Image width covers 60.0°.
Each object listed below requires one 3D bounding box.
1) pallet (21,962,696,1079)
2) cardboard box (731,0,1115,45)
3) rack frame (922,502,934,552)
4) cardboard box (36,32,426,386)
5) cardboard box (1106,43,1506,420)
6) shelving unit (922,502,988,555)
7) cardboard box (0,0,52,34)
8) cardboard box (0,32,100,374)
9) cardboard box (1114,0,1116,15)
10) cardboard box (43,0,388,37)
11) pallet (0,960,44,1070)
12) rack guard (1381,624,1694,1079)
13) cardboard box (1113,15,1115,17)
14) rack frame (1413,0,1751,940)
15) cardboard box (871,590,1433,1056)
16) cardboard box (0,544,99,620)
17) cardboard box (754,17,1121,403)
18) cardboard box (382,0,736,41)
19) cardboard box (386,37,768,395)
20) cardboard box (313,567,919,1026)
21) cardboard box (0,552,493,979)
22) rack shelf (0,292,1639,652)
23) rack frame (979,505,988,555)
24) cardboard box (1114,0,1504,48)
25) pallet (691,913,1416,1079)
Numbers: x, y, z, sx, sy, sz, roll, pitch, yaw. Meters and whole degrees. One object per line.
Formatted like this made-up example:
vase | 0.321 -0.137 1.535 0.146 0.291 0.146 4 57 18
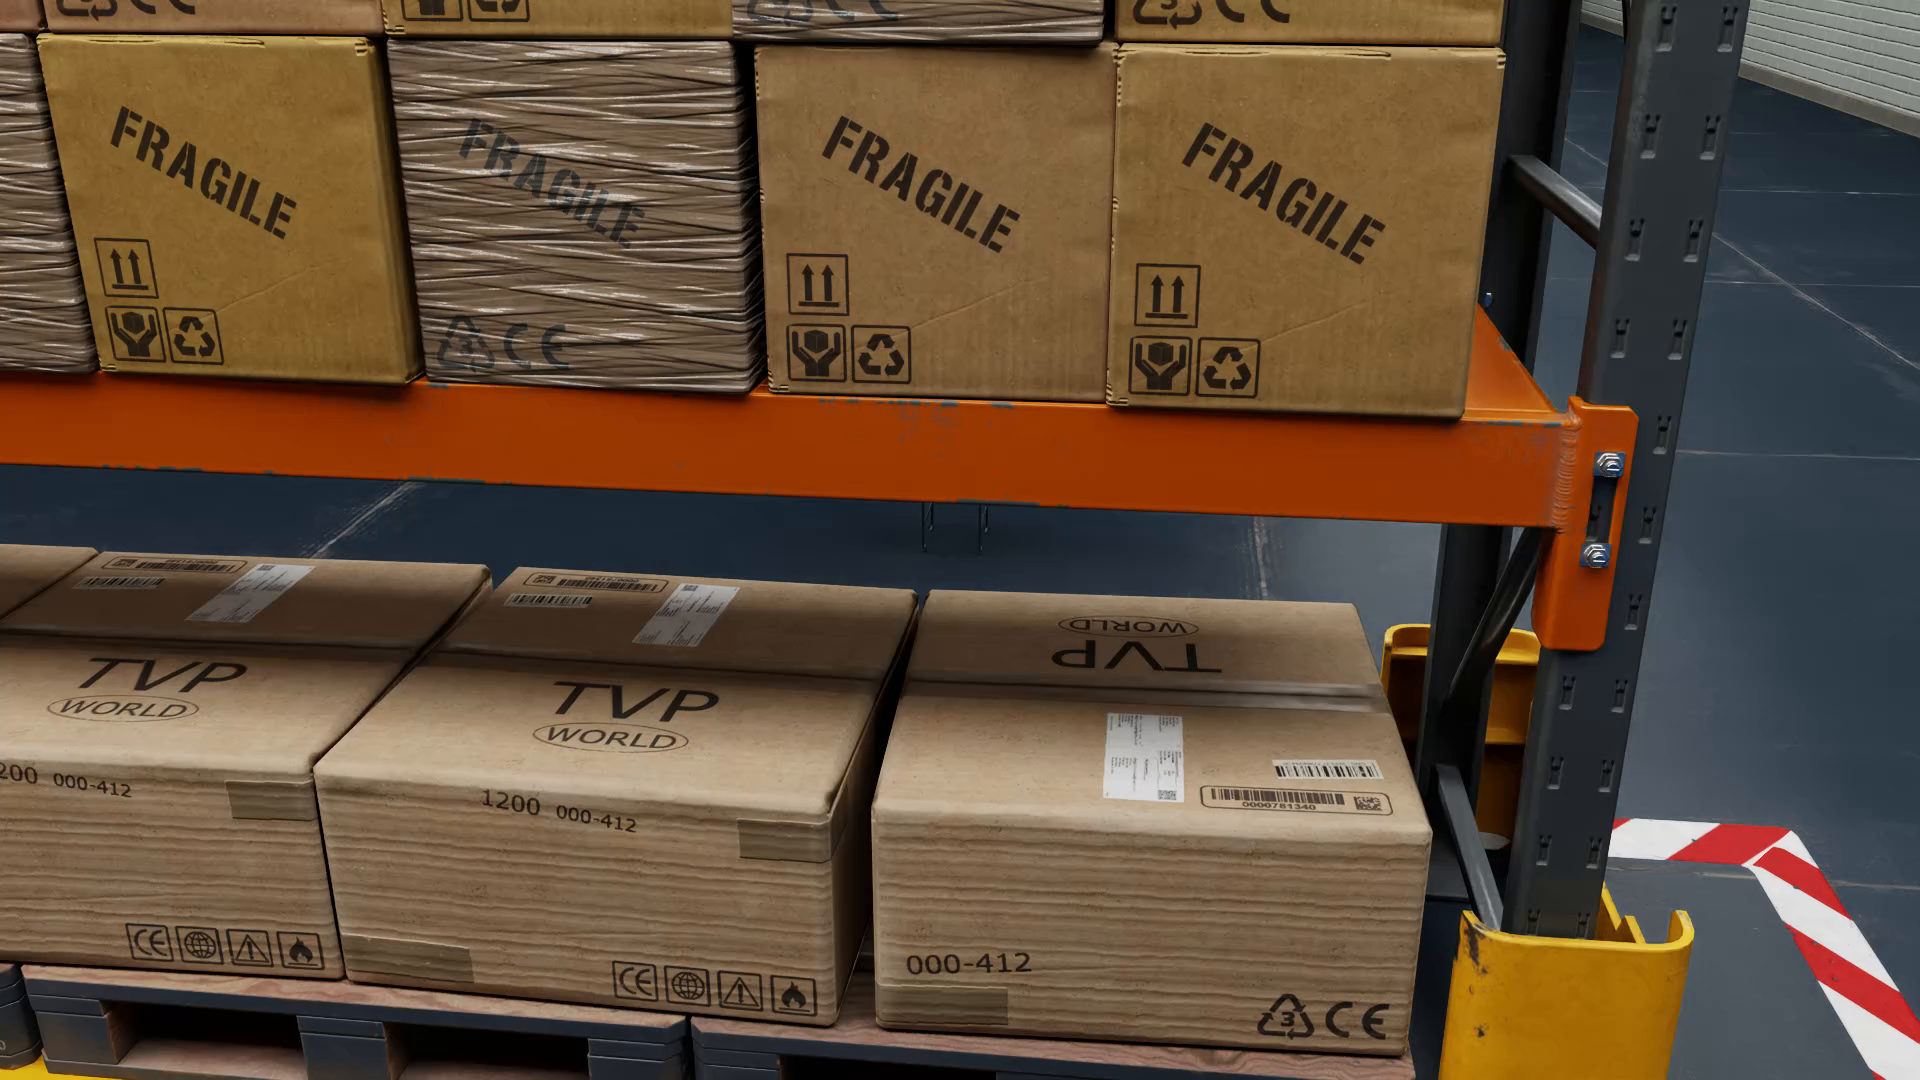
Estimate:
pallet | -1.014 0.707 3.364 1.213 0.211 1.003 2 22 6
cardboard box | -0.031 -0.987 2.361 0.500 0.500 0.500 3 22 6
rack frame | -0.105 -0.563 5.231 0.006 1.200 0.240 2 22 6
cardboard box | -1.035 -0.564 2.651 0.500 0.500 0.500 3 22 8
cardboard box | 0.488 -0.501 2.490 0.500 0.500 0.500 3 22 7
shelving unit | -0.014 -0.559 5.221 0.189 1.200 0.258 2 22 6
cardboard box | -1.522 -1.055 2.532 0.500 0.500 0.500 3 22 7
cardboard box | -1.547 -0.586 2.707 0.500 0.500 0.500 3 22 7
cardboard box | 0.041 -1.186 2.864 0.500 0.500 0.500 2 22 5
cardboard box | -1.021 -1.032 2.475 0.500 0.500 0.500 2 22 6
pallet | -2.229 0.655 3.495 1.213 0.211 1.003 2 22 6
rack guard | 1.022 0.634 3.157 0.348 0.500 1.175 2 22 6
cardboard box | 0.049 -0.714 3.029 0.500 0.500 0.500 2 22 6
rack frame | 0.998 -0.530 2.700 0.127 3.000 1.000 2 22 6
cardboard box | 0.331 0.474 3.074 0.875 0.438 0.875 2 22 4
cardboard box | -2.364 0.360 3.364 0.875 0.438 0.875 2 22 6
cardboard box | -0.009 -0.528 2.559 0.500 0.500 0.500 2 22 5
cardboard box | -0.522 -1.010 2.418 0.500 0.500 0.500 2 22 6
cardboard box | -0.521 -0.546 2.606 0.500 0.500 0.500 3 22 8
cardboard box | -0.579 0.438 3.166 0.875 0.438 0.875 3 22 8
cardboard box | -1.474 0.398 3.267 0.875 0.438 0.875 2 22 5
rack shelf | -0.988 -0.282 3.051 4.000 0.370 1.077 2 22 6
rack frame | 0.076 -0.555 5.211 0.006 1.200 0.240 2 22 6
cardboard box | 0.491 -0.975 2.331 0.500 0.500 0.500 3 22 8
pallet | 0.195 0.761 3.228 1.213 0.211 1.003 2 22 6
